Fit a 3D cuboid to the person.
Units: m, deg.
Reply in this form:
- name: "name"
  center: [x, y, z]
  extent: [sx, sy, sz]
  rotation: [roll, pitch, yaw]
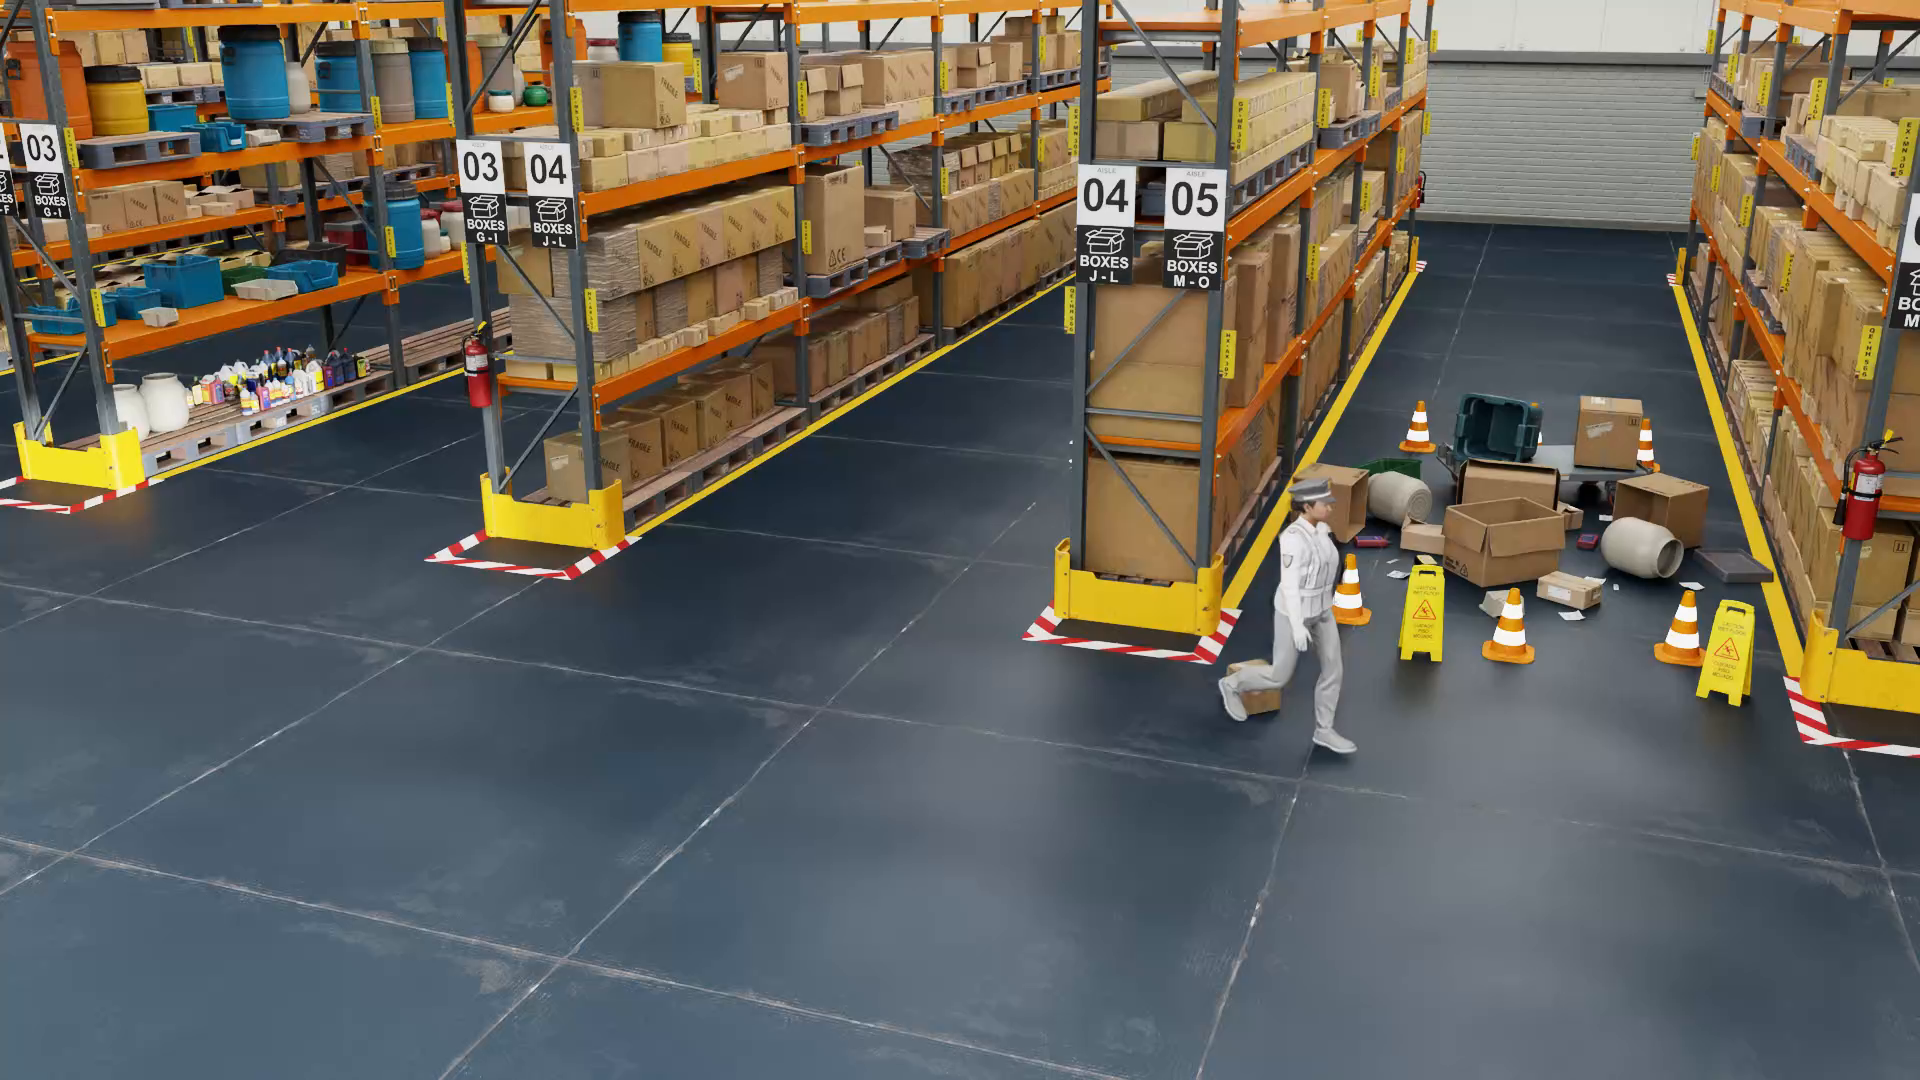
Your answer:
- name: "person"
  center: [1.976, 0.403, 9.800]
  extent: [0.460, 1.639, 0.879]
  rotation: [-17, 25, -41]
